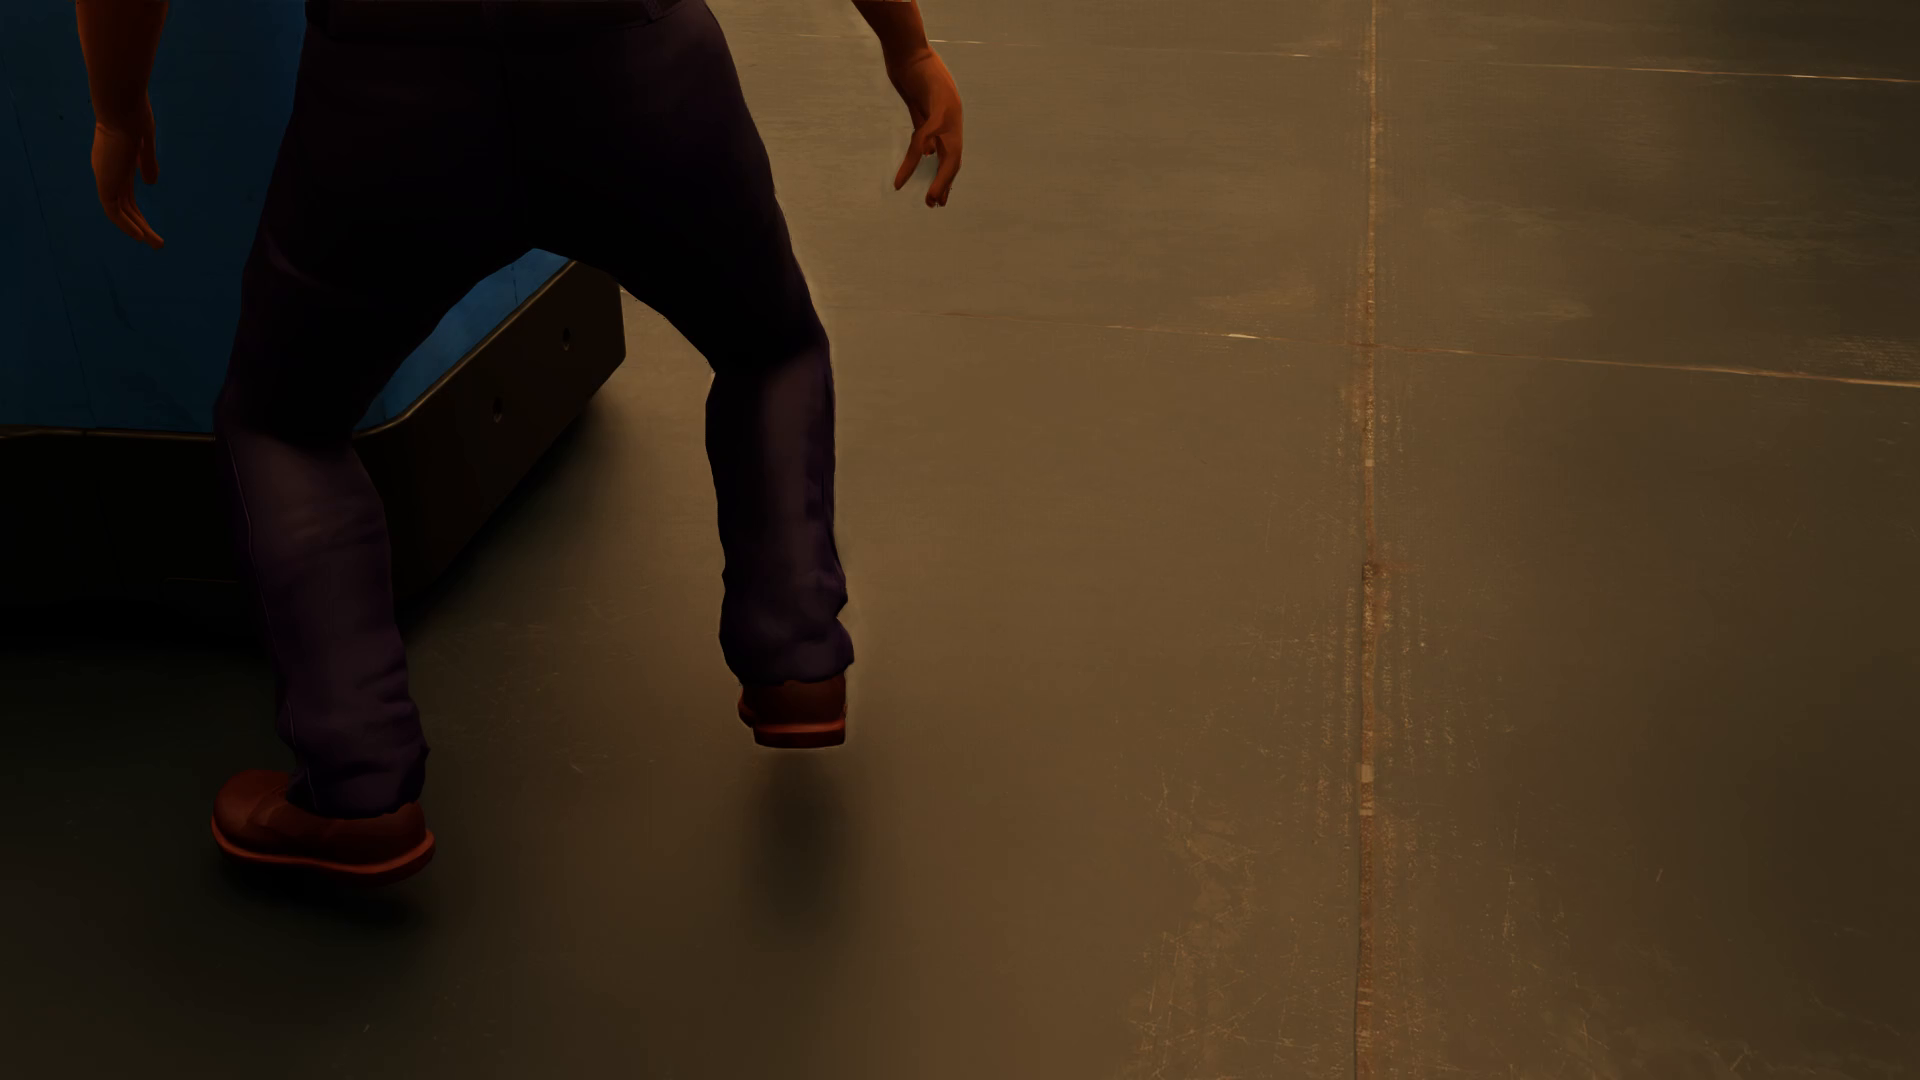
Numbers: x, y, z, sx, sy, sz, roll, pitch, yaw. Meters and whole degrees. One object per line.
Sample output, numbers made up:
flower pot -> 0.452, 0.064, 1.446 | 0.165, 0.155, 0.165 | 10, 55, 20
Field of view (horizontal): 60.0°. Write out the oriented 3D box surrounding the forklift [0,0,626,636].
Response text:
forklift -> -2.156, -1.460, 2.140 | 3.031, 2.935, 1.130 | 3, 27, 6

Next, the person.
person -> -0.420, -0.436, 1.595 | 0.838, 1.543, 0.496 | -5, 27, -9
